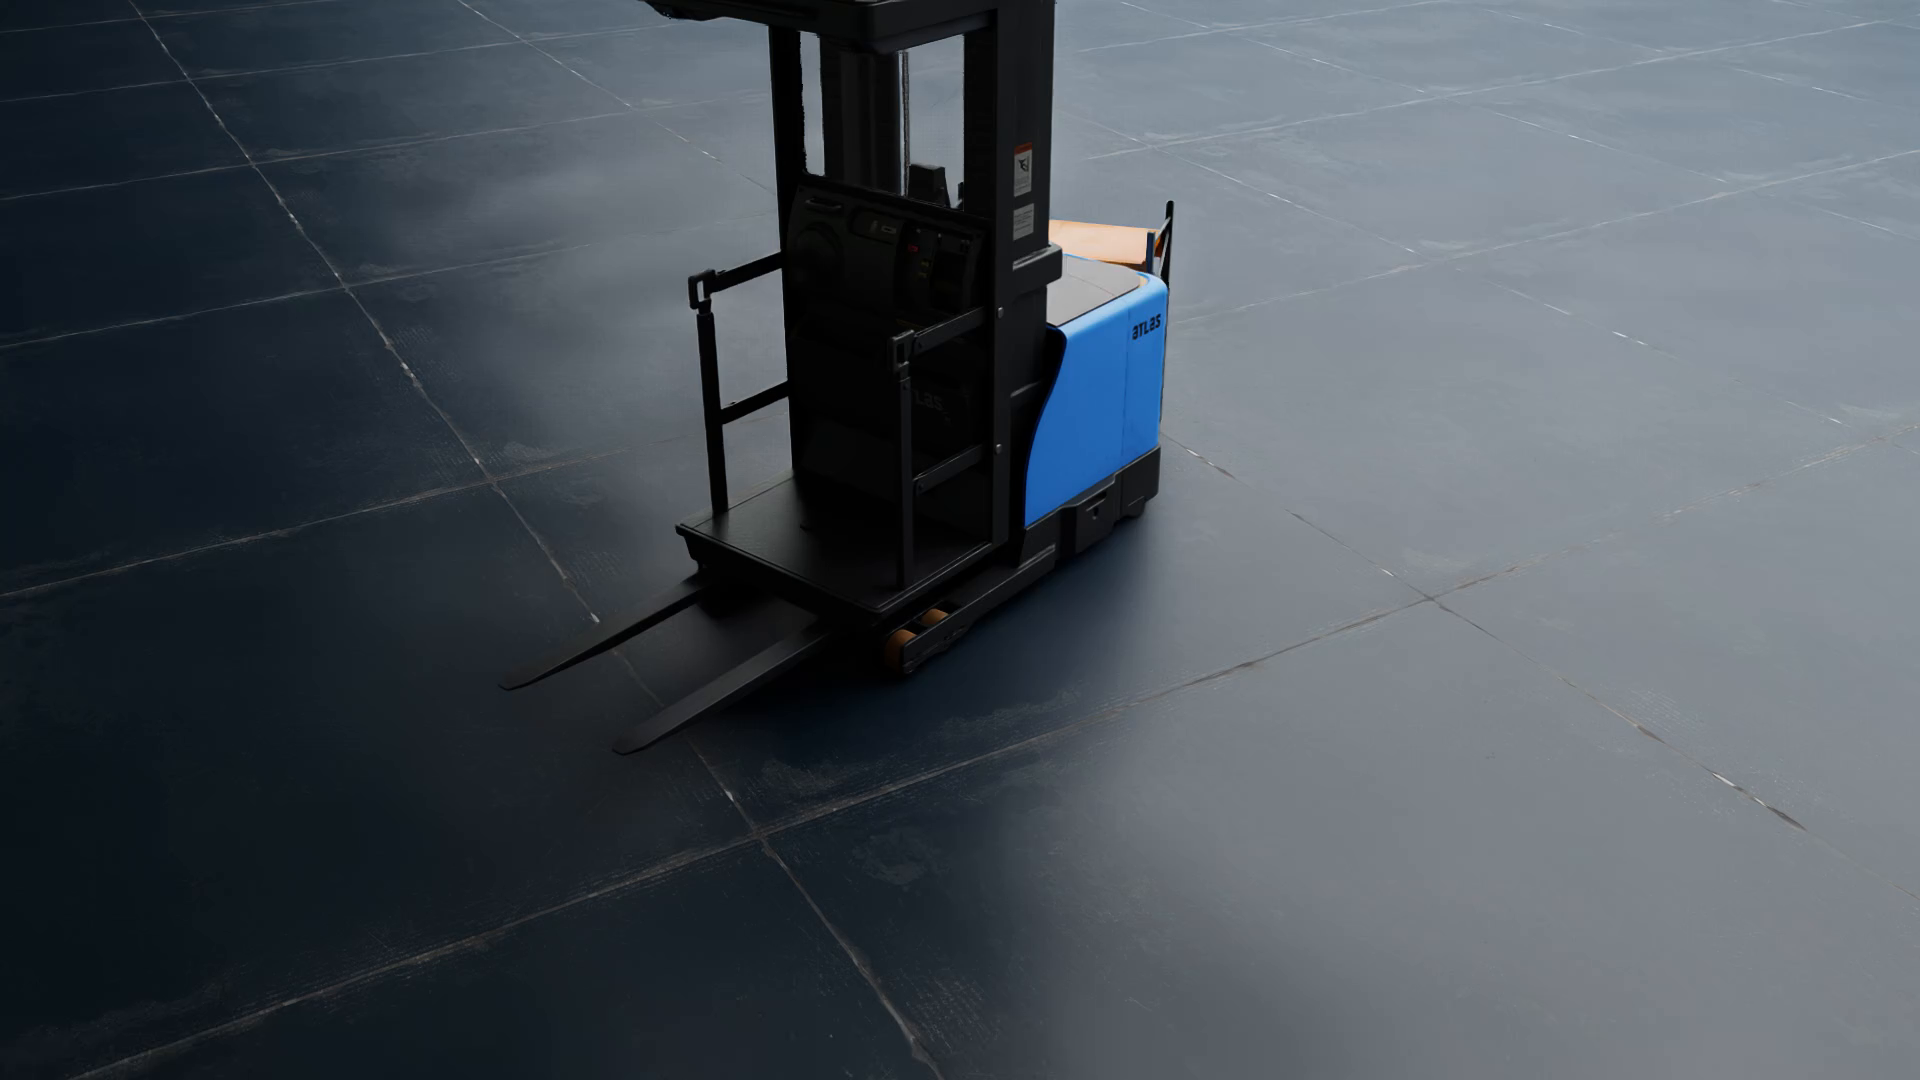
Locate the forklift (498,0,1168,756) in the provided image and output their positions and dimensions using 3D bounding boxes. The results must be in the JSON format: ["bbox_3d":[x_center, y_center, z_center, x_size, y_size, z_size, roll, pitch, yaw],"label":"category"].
[{"bbox_3d":[-0.422,-1.046,6.113,1.130,2.935,3.031,21,35,33],"label":"forklift"}]

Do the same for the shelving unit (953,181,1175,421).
[{"bbox_3d":[0.435,-1.063,8.012,1.048,1.125,0.538,8,30,15],"label":"shelving unit"}]

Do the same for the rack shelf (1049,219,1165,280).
[{"bbox_3d":[0.435,-1.319,7.870,1.000,0.278,0.538,8,30,15],"label":"rack shelf"}]

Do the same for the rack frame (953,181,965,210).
[{"bbox_3d":[-0.050,-1.135,8.143,0.032,1.125,0.500,8,30,15],"label":"rack frame"}]

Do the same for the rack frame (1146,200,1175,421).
[{"bbox_3d":[0.921,-0.990,7.880,0.032,1.125,0.500,8,30,15],"label":"rack frame"}]
